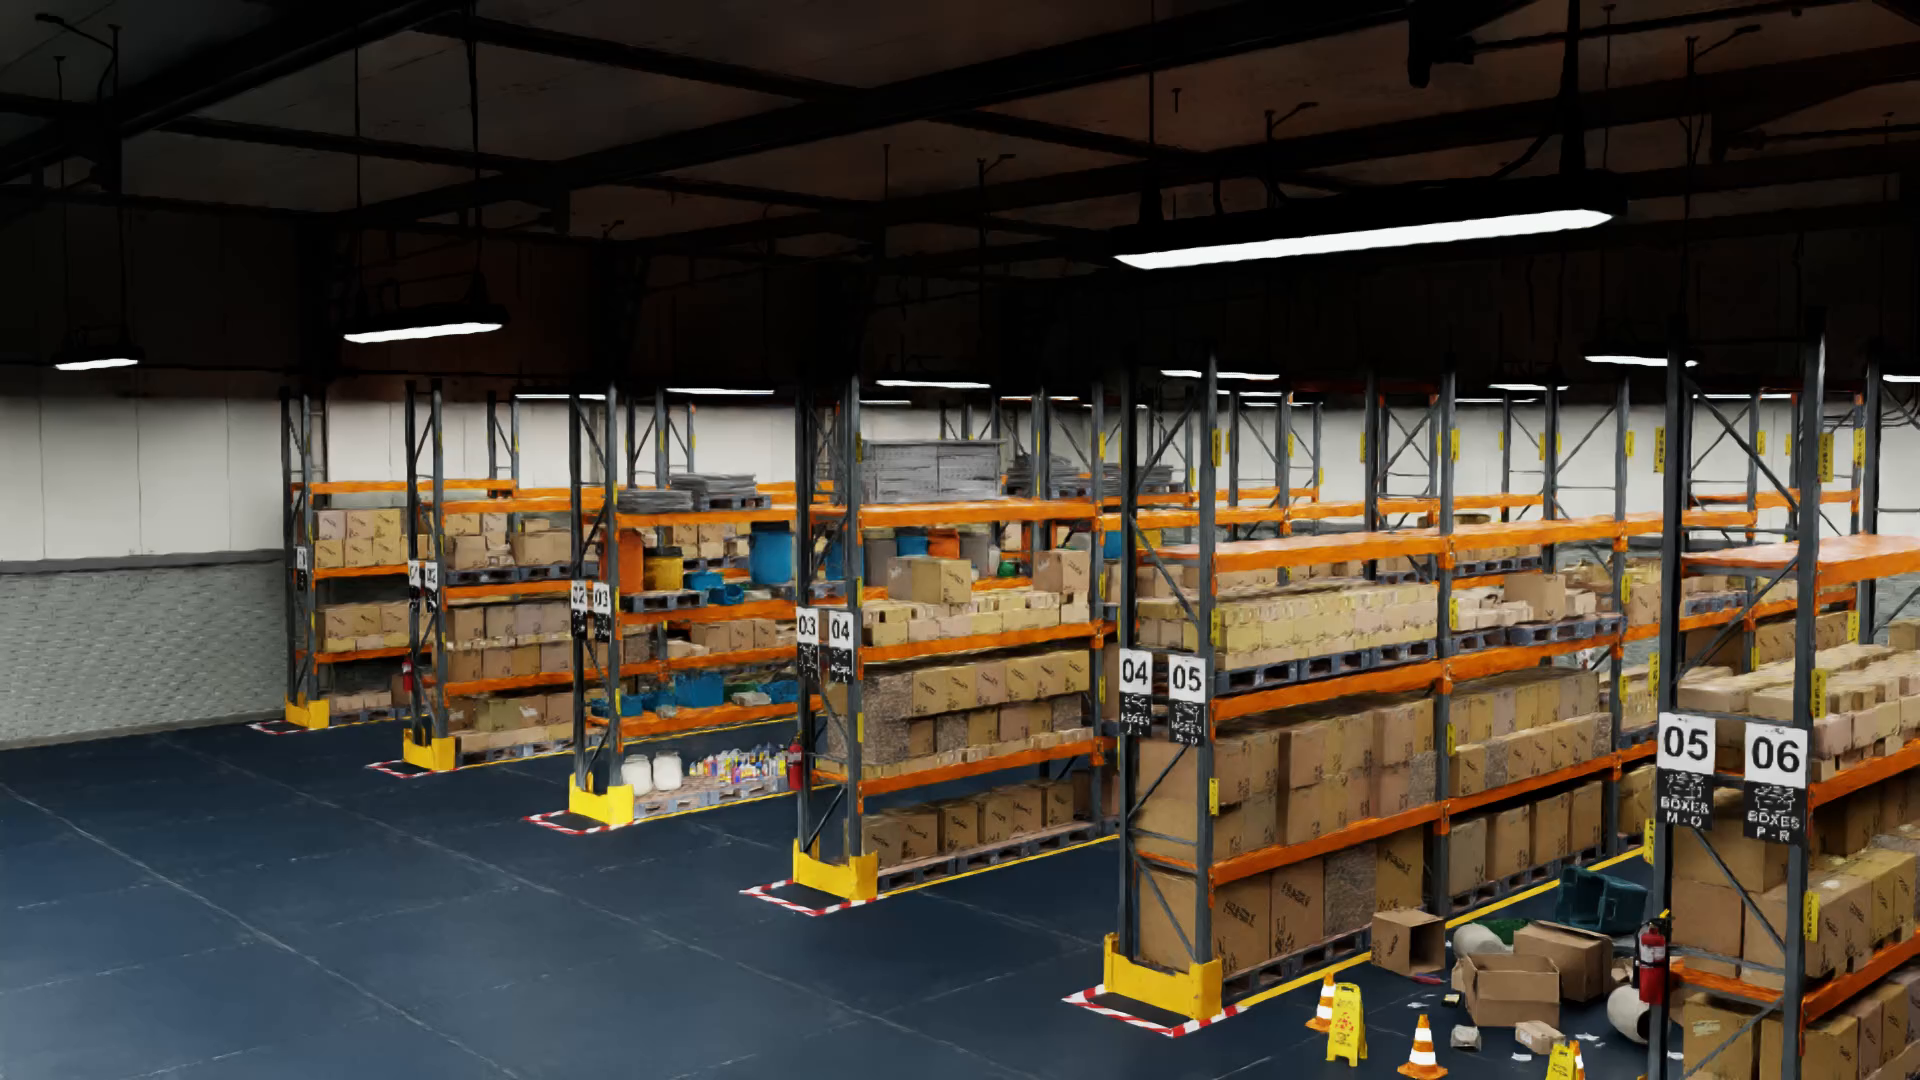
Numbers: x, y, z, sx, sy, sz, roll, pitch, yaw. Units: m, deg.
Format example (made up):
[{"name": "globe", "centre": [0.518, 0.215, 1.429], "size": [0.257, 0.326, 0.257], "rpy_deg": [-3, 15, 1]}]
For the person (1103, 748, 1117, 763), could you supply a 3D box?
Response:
[{"name": "person", "centre": [2.047, 2.757, 24.288], "size": [1.121, 1.691, 0.577], "rpy_deg": [-3, 5, -41]}]

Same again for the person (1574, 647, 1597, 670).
[{"name": "person", "centre": [11.314, 2.414, 30.040], "size": [0.523, 1.665, 0.587], "rpy_deg": [2, 4, 33]}]
